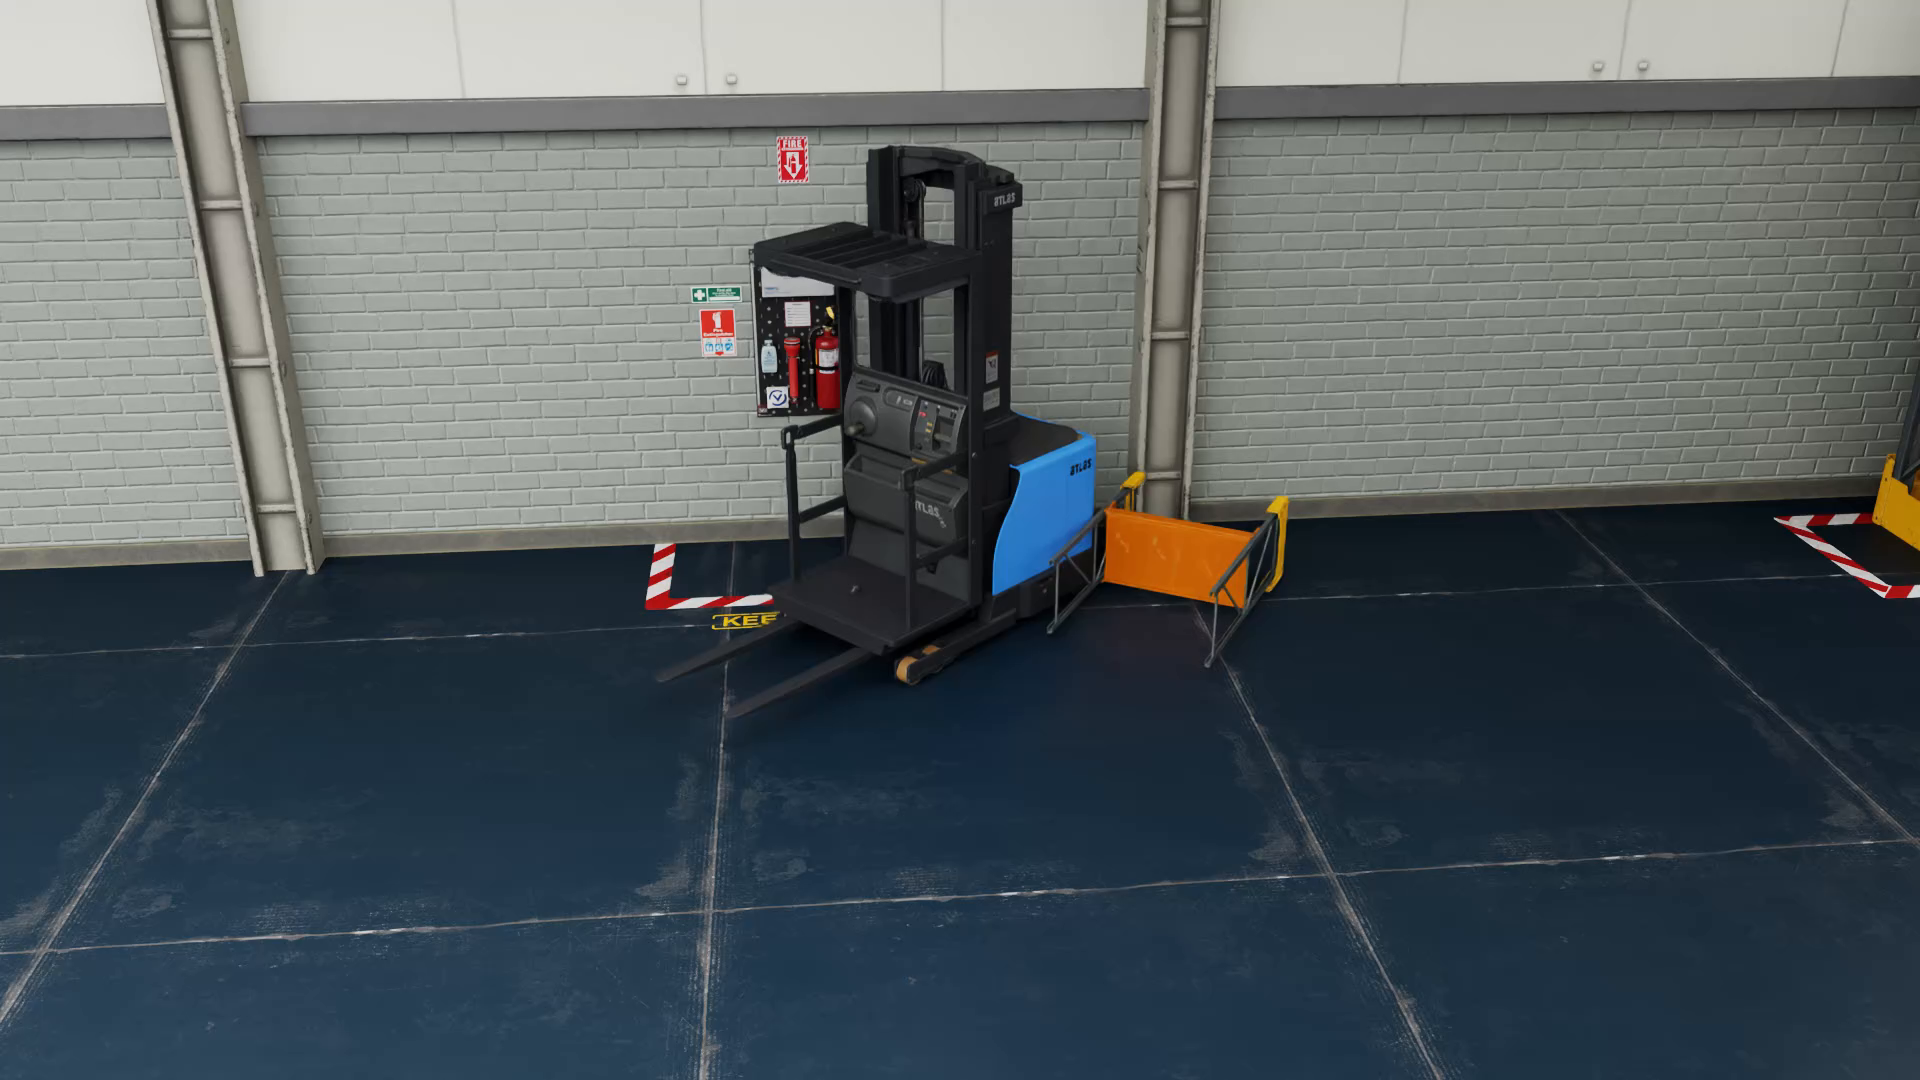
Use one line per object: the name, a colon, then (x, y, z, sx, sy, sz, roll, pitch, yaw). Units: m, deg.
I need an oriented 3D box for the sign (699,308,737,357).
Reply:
sign: (-1.619, -1.388, 11.136, 0.234, 0.329, 0.001, -2, 24, -5)

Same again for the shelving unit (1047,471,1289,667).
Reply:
shelving unit: (1.348, 0.166, 10.621, 1.083, 0.587, 1.500, 11, 26, 23)

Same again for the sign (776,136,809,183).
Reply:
sign: (-1.077, -2.452, 10.719, 0.199, 0.298, 0.001, -2, 24, -5)

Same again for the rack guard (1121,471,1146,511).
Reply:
rack guard: (1.170, -0.150, 11.333, 0.087, 0.587, 0.250, 11, 26, 23)

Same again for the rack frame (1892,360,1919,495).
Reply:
rack frame: (6.763, -1.298, 10.976, 0.127, 3.000, 1.000, -2, 24, -5)

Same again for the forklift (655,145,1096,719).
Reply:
forklift: (-0.474, -0.715, 9.751, 1.130, 2.935, 3.031, 20, 31, 38)

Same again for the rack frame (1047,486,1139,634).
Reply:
rack frame: (0.882, 0.075, 10.826, 0.032, 0.500, 1.500, 11, 26, 23)

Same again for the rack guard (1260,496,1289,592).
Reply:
rack guard: (2.068, 0.025, 10.938, 0.087, 0.587, 0.250, 11, 26, 23)

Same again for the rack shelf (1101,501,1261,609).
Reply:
rack shelf: (1.418, 0.099, 10.773, 1.000, 0.538, 0.185, 11, 26, 23)

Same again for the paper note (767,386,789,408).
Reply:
paper note: (-1.242, -0.971, 11.325, 0.142, 0.148, 0.016, -2, 24, -5)

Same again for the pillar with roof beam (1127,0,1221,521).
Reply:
pillar with roof beam: (1.827, -2.437, 6.153, 0.400, 9.000, 9.100, -2, 24, -5)

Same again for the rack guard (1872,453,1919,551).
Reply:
rack guard: (6.839, -0.158, 11.491, 0.348, 0.500, 1.175, -2, 24, -5)

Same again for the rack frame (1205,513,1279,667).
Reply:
rack frame: (1.798, 0.254, 10.423, 0.032, 0.500, 1.500, 11, 26, 23)

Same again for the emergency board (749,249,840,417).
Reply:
emergency board: (-1.059, -1.352, 11.100, 0.643, 1.169, 0.194, -2, 24, -5)

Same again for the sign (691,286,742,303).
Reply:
sign: (-1.614, -1.627, 11.021, 0.331, 0.109, 0.001, -2, 24, -5)

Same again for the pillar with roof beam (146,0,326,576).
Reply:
pillar with roof beam: (-4.144, -2.197, 5.615, 0.400, 9.000, 9.100, -2, 24, -5)
